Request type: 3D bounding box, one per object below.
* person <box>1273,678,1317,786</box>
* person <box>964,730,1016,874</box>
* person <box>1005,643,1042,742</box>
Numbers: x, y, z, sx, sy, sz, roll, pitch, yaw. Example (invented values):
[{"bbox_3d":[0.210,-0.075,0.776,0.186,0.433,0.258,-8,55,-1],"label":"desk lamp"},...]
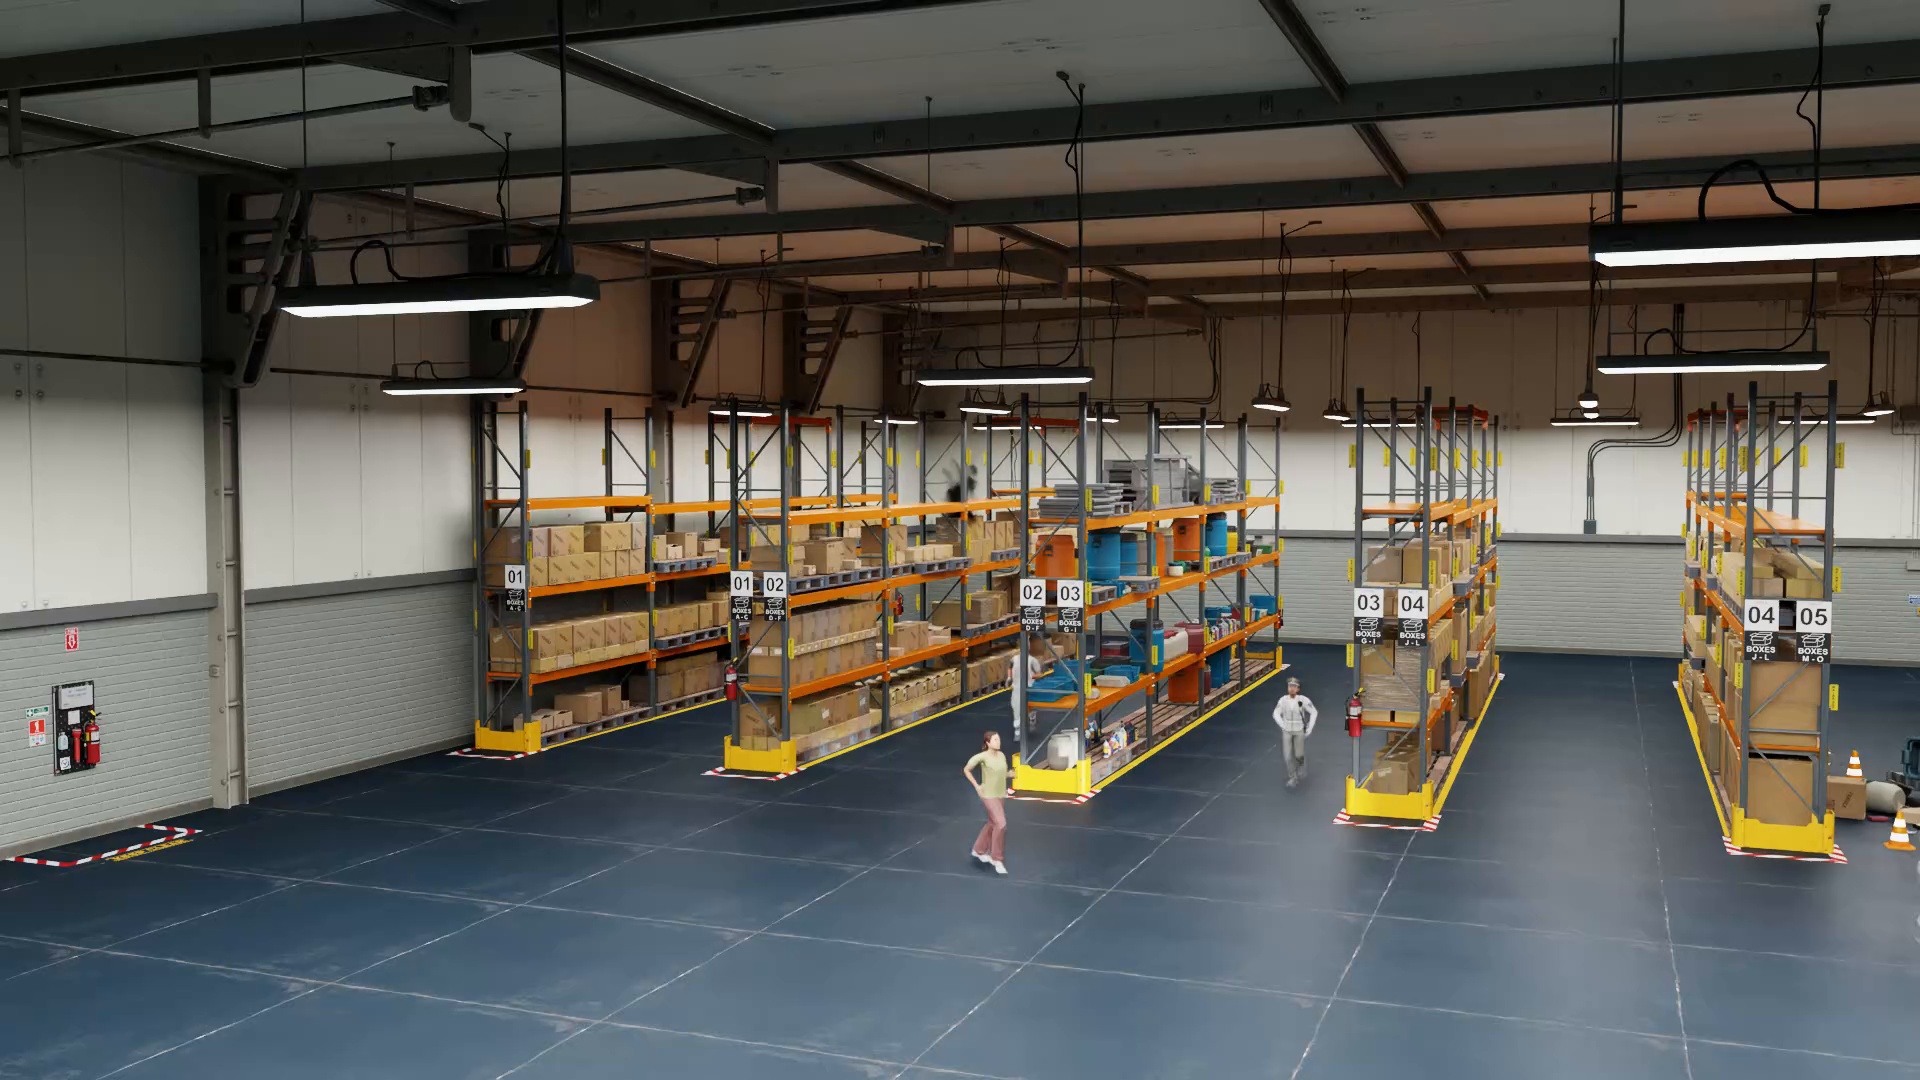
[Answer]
[{"bbox_3d":[5.114,2.936,25.475,0.658,1.666,0.562,1,3,21],"label":"person"},{"bbox_3d":[0.384,3.182,20.309,0.688,1.725,0.561,2,4,42],"label":"person"},{"bbox_3d":[1.129,2.664,29.585,0.667,1.768,0.963,1,3,15],"label":"person"}]
